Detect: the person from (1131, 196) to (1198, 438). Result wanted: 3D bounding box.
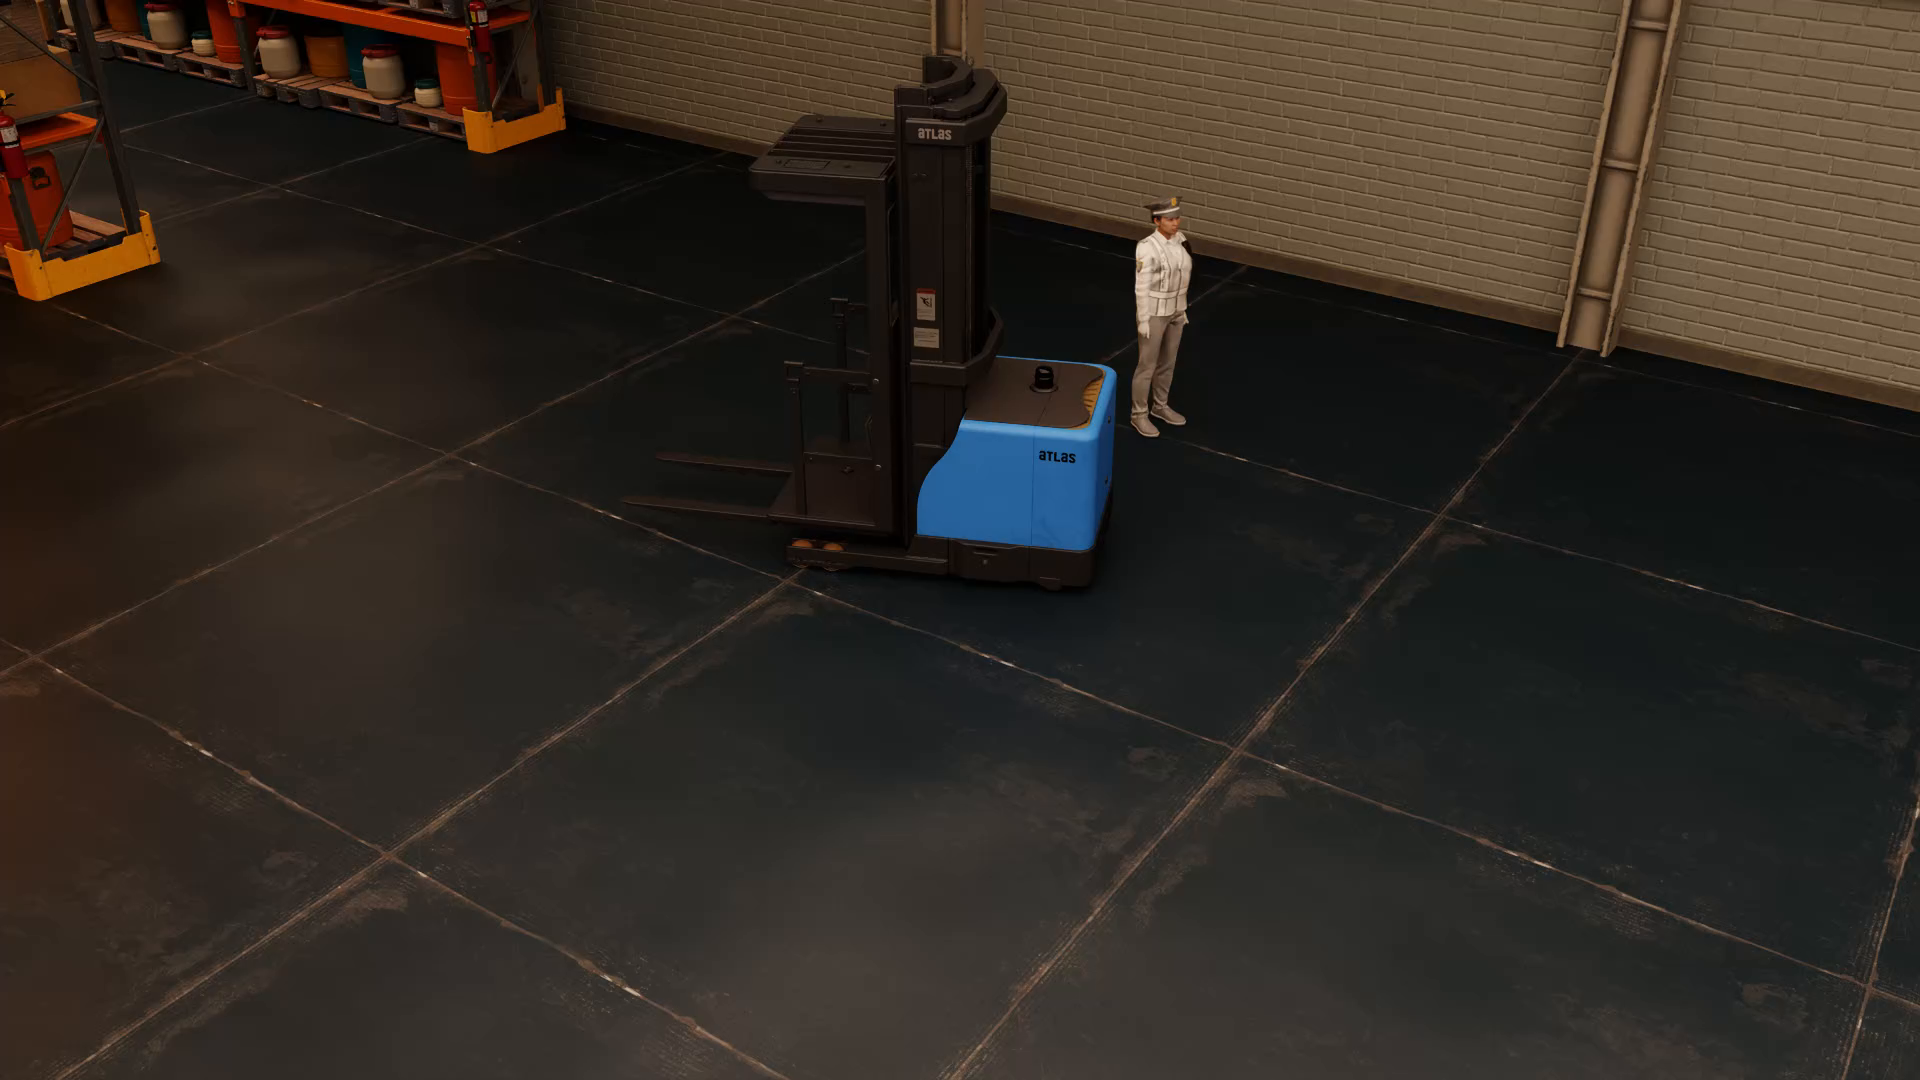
[{"bbox_3d":[1.400,-1.572,11.528,0.458,1.694,0.360,-24,38,-35],"label":"person"}]

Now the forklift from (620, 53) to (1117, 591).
[{"bbox_3d":[-0.596,-1.330,9.871,3.031,2.935,1.130,6,31,10],"label":"forklift"}]
